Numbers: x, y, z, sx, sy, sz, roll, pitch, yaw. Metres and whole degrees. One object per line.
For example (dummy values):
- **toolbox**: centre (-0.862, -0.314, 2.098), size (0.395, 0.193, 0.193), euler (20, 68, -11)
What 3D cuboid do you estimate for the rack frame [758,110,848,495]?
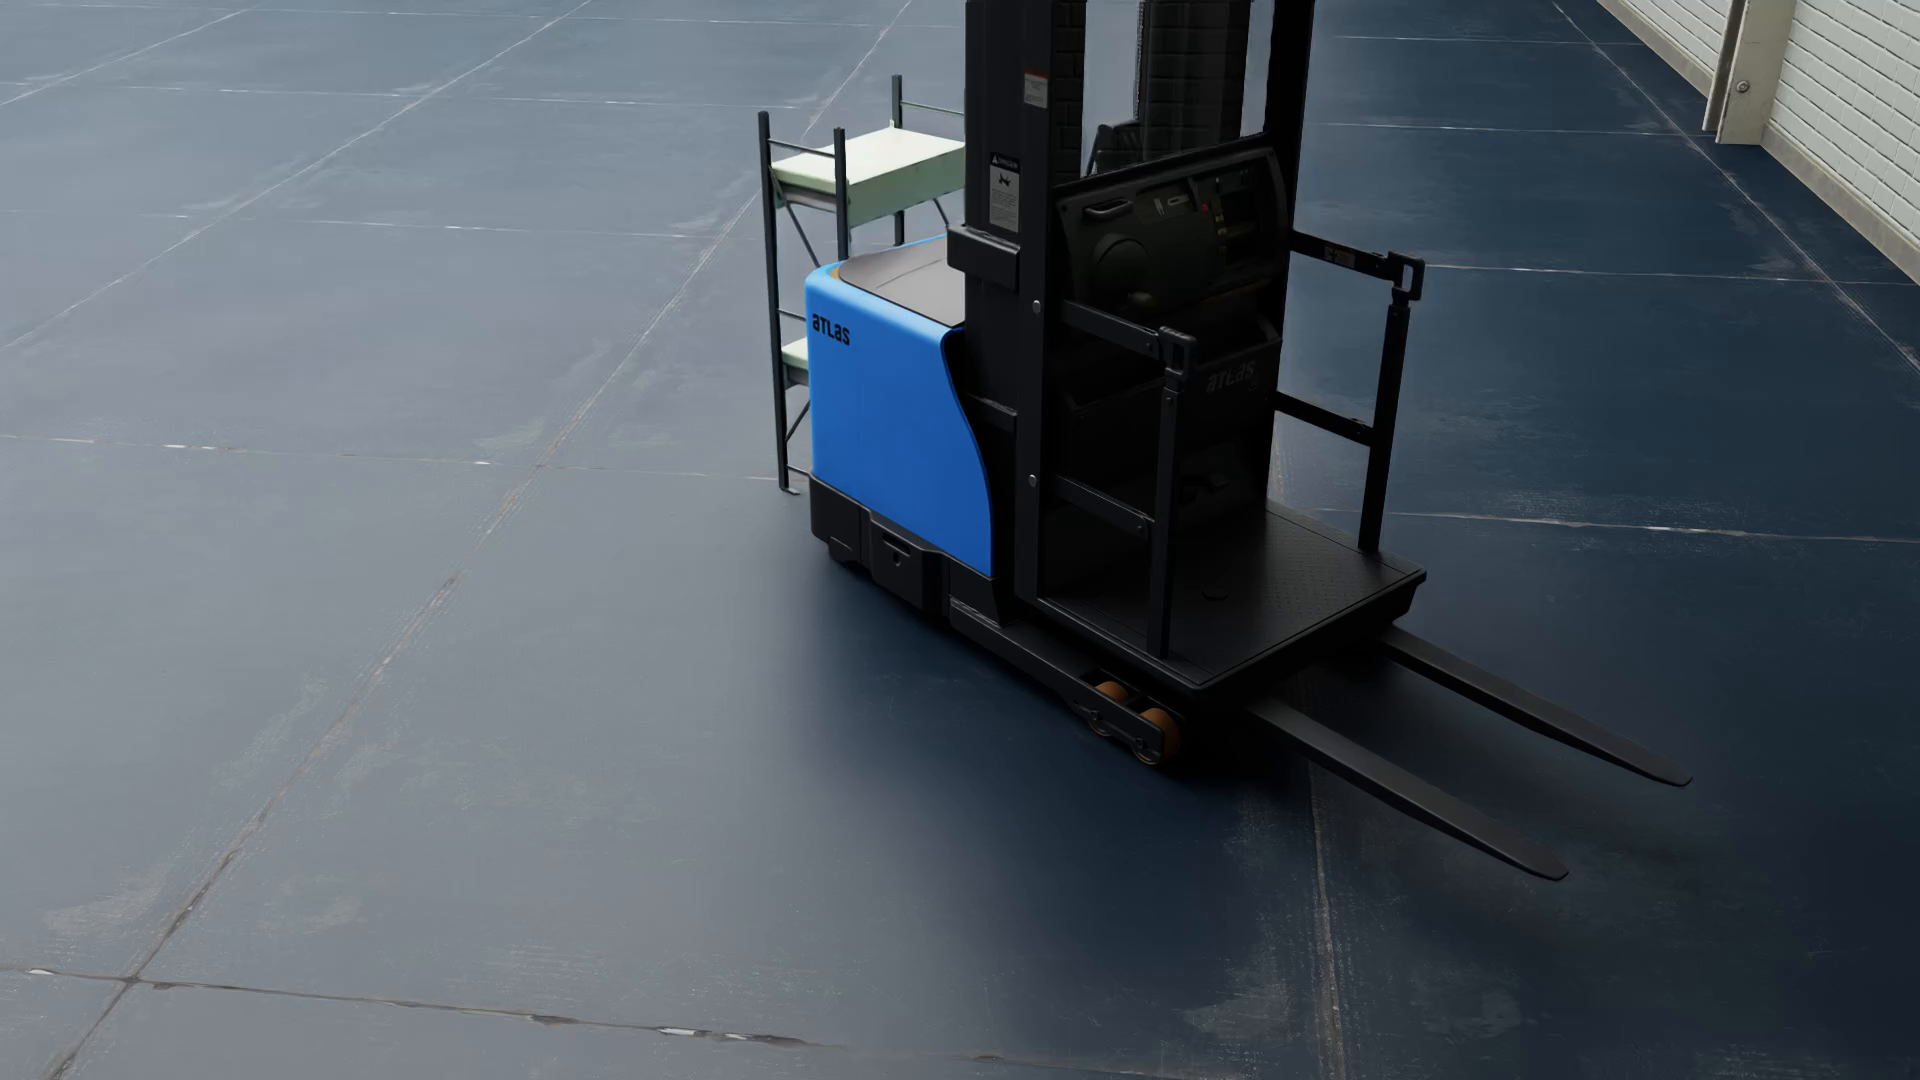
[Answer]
- **rack frame**: centre (-0.558, -0.810, 6.173), size (0.400, 1.500, 0.023), euler (21, 35, 33)

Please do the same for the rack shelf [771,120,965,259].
- **rack shelf**: centre (-0.330, -1.290, 6.240), size (0.431, 0.370, 0.720), euler (21, 35, 33)

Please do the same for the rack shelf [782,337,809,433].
- **rack shelf**: centre (-0.330, -0.659, 6.579), size (0.431, 0.370, 0.720), euler (21, 35, 33)

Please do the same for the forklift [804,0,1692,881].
- **forklift**: centre (0.783, -0.887, 4.806), size (1.130, 2.935, 3.031), euler (-22, 35, -35)

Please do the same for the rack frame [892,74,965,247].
- **rack frame**: centre (-0.102, -1.082, 6.677), size (0.400, 1.500, 0.023), euler (21, 35, 33)

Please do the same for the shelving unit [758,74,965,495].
- **shelving unit**: centre (-0.330, -0.946, 6.425), size (0.431, 1.500, 0.755), euler (21, 35, 33)

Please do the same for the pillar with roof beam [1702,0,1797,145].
- **pillar with roof beam**: centre (1.014, -6.972, 9.703), size (9.100, 9.000, 0.400), euler (3, 28, 6)
